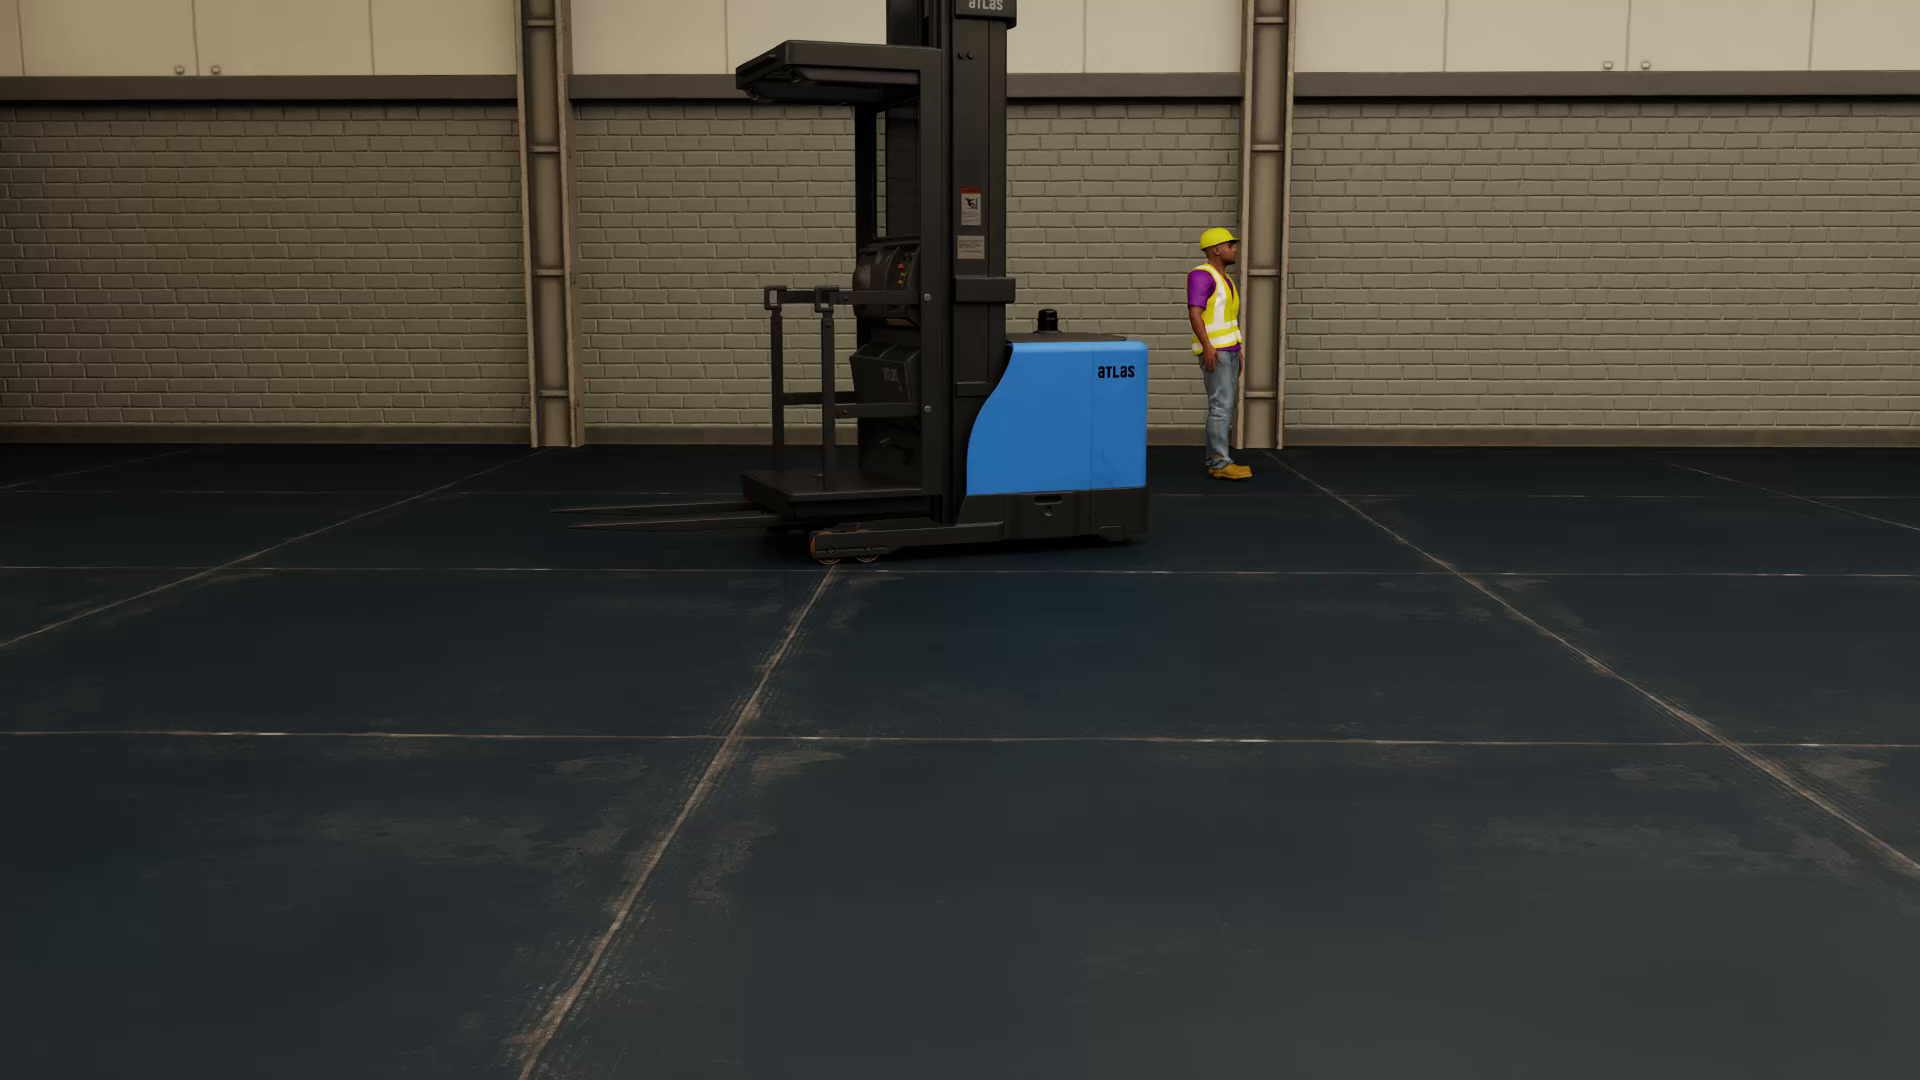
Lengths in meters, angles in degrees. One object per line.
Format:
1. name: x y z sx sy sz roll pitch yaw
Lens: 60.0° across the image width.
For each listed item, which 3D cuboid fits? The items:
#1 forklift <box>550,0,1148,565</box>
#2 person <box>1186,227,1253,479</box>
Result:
1. forklift: -0.569 -1.416 8.568 3.031 2.935 1.130 -3 9 -20
2. person: 1.922 -1.345 11.909 0.578 1.765 0.665 5 10 28
